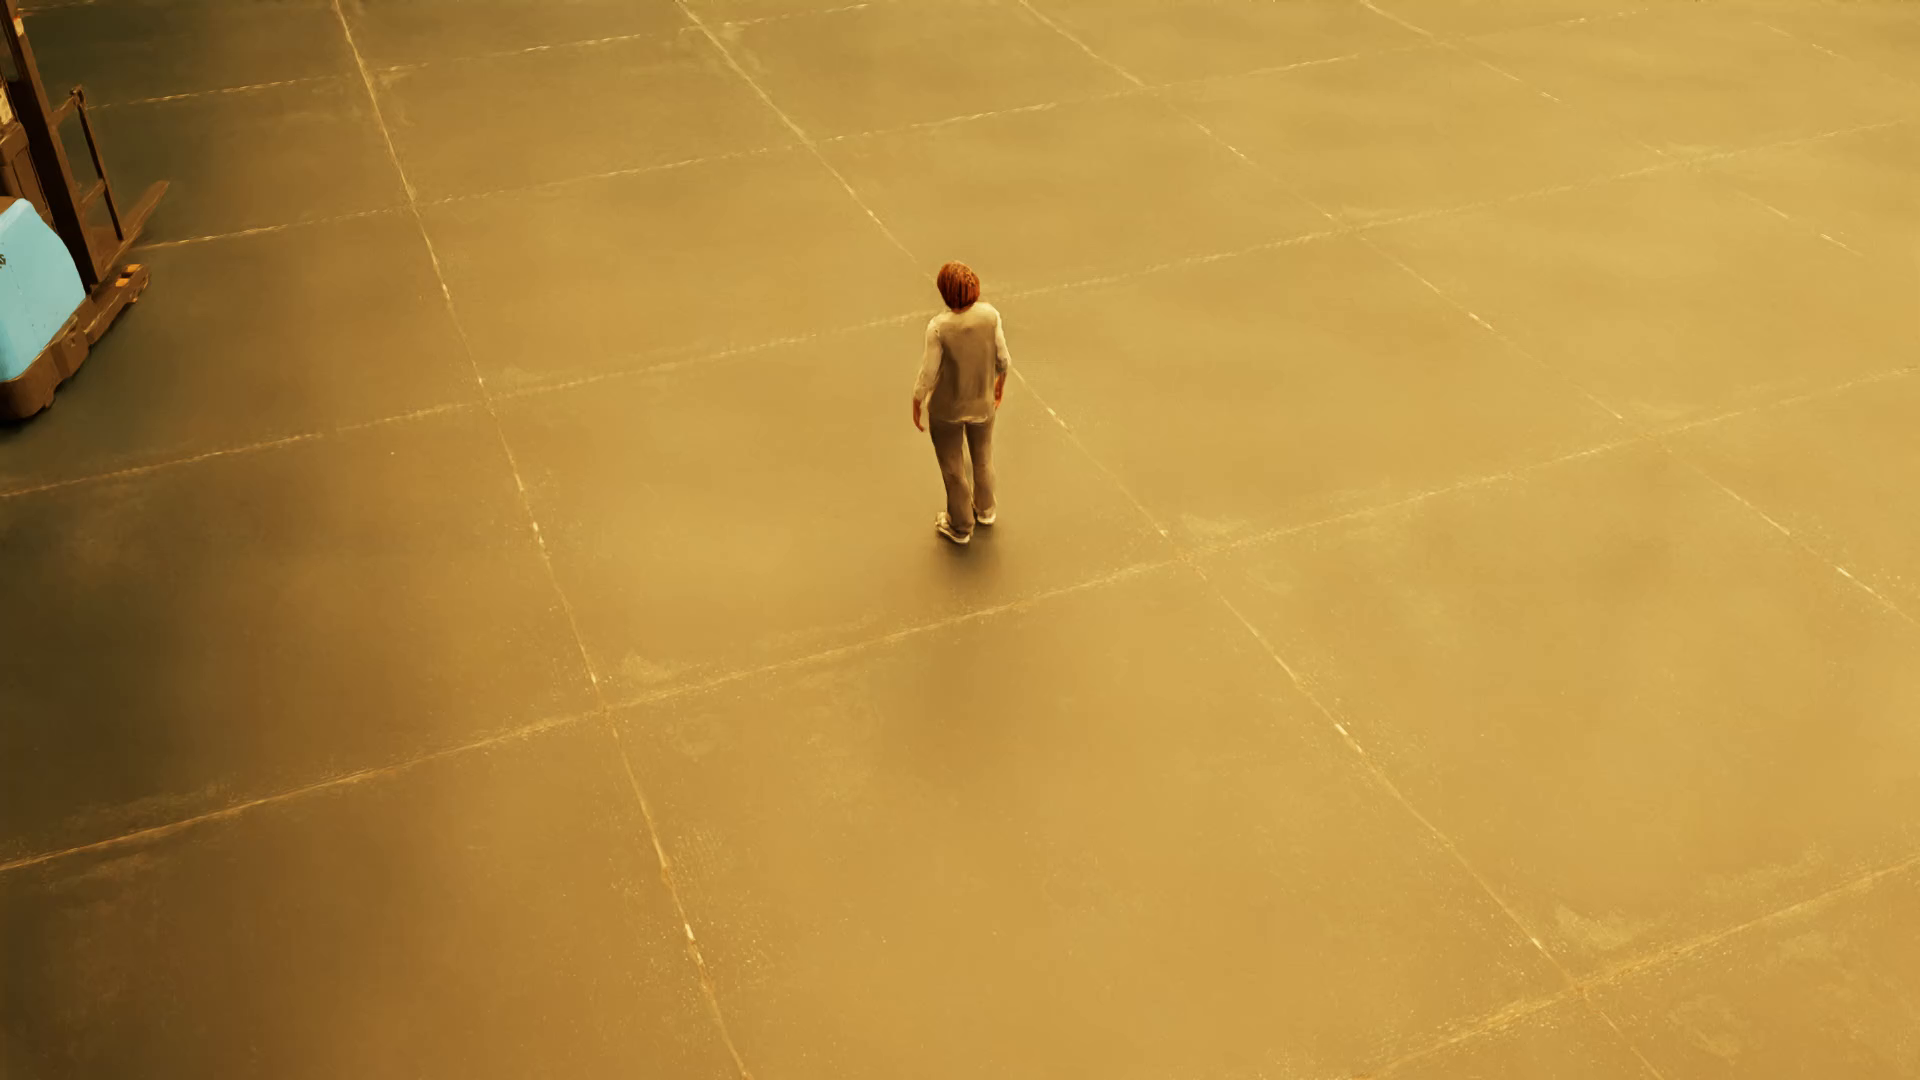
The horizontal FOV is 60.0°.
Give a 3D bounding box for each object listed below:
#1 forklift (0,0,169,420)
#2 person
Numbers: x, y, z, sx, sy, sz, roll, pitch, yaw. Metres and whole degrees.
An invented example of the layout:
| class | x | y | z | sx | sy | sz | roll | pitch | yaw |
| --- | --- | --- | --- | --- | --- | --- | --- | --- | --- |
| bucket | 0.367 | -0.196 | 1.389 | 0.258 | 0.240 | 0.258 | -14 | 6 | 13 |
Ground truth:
| class | x | y | z | sx | sy | sz | roll | pitch | yaw |
| --- | --- | --- | --- | --- | --- | --- | --- | --- | --- |
| forklift | -5.891 | -2.684 | 9.872 | 1.130 | 2.935 | 3.031 | -2 | 35 | -2 |
| person | -0.016 | -0.699 | 8.221 | 0.521 | 1.597 | 0.474 | -14 | 38 | -19 |
